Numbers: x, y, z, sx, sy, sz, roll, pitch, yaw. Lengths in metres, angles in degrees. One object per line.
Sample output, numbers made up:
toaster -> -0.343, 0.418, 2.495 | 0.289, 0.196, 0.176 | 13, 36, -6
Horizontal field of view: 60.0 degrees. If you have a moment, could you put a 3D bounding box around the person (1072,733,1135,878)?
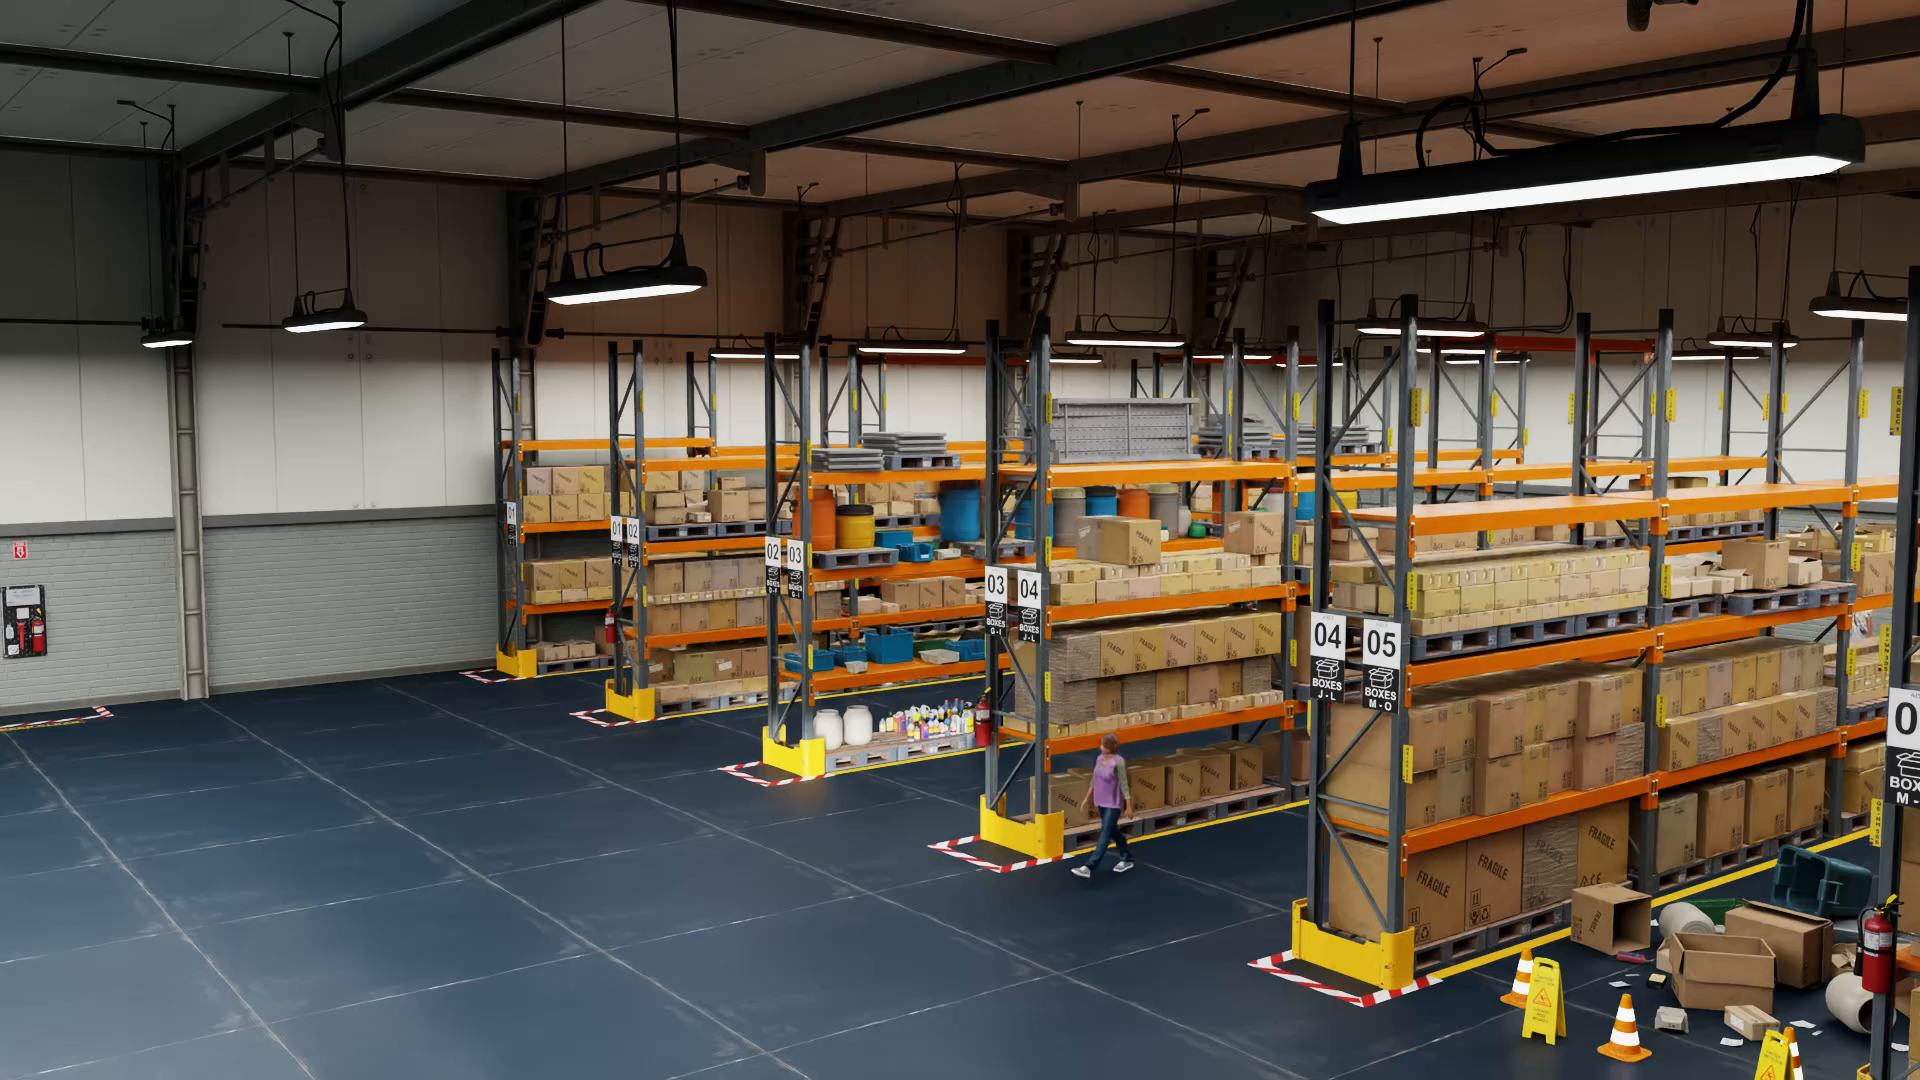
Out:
person -> 1.499, 2.821, 17.694 | 0.970, 1.547, 0.450 | -3, 6, -31

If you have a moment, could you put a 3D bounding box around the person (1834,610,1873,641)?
person -> 16.254, 1.652, 30.159 | 1.109, 1.693, 0.550 | -1, 5, -6
